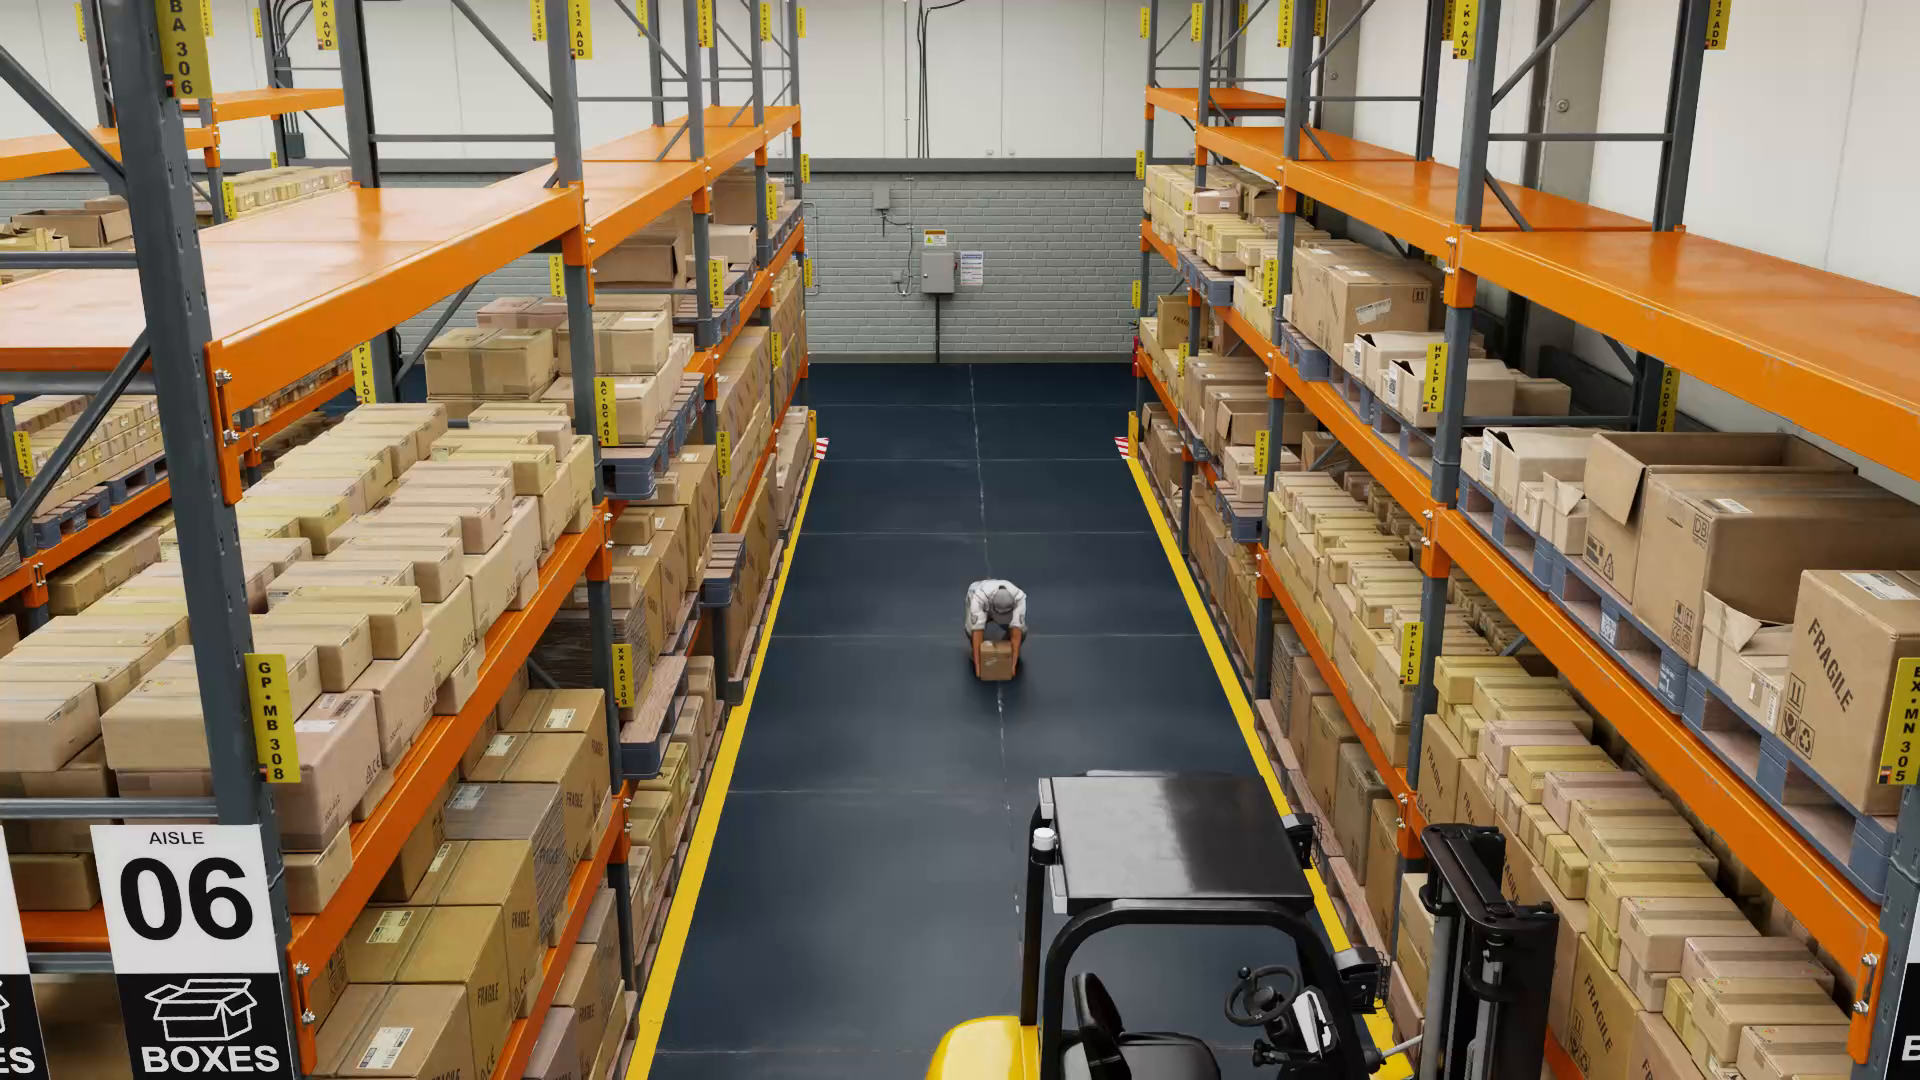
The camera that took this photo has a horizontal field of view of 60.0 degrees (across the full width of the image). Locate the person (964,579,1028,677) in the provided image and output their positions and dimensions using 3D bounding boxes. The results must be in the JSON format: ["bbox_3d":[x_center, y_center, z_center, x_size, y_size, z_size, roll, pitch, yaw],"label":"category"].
[{"bbox_3d":[0.290,0.679,13.536,0.518,0.818,0.871,0,17,-1],"label":"person"}]
